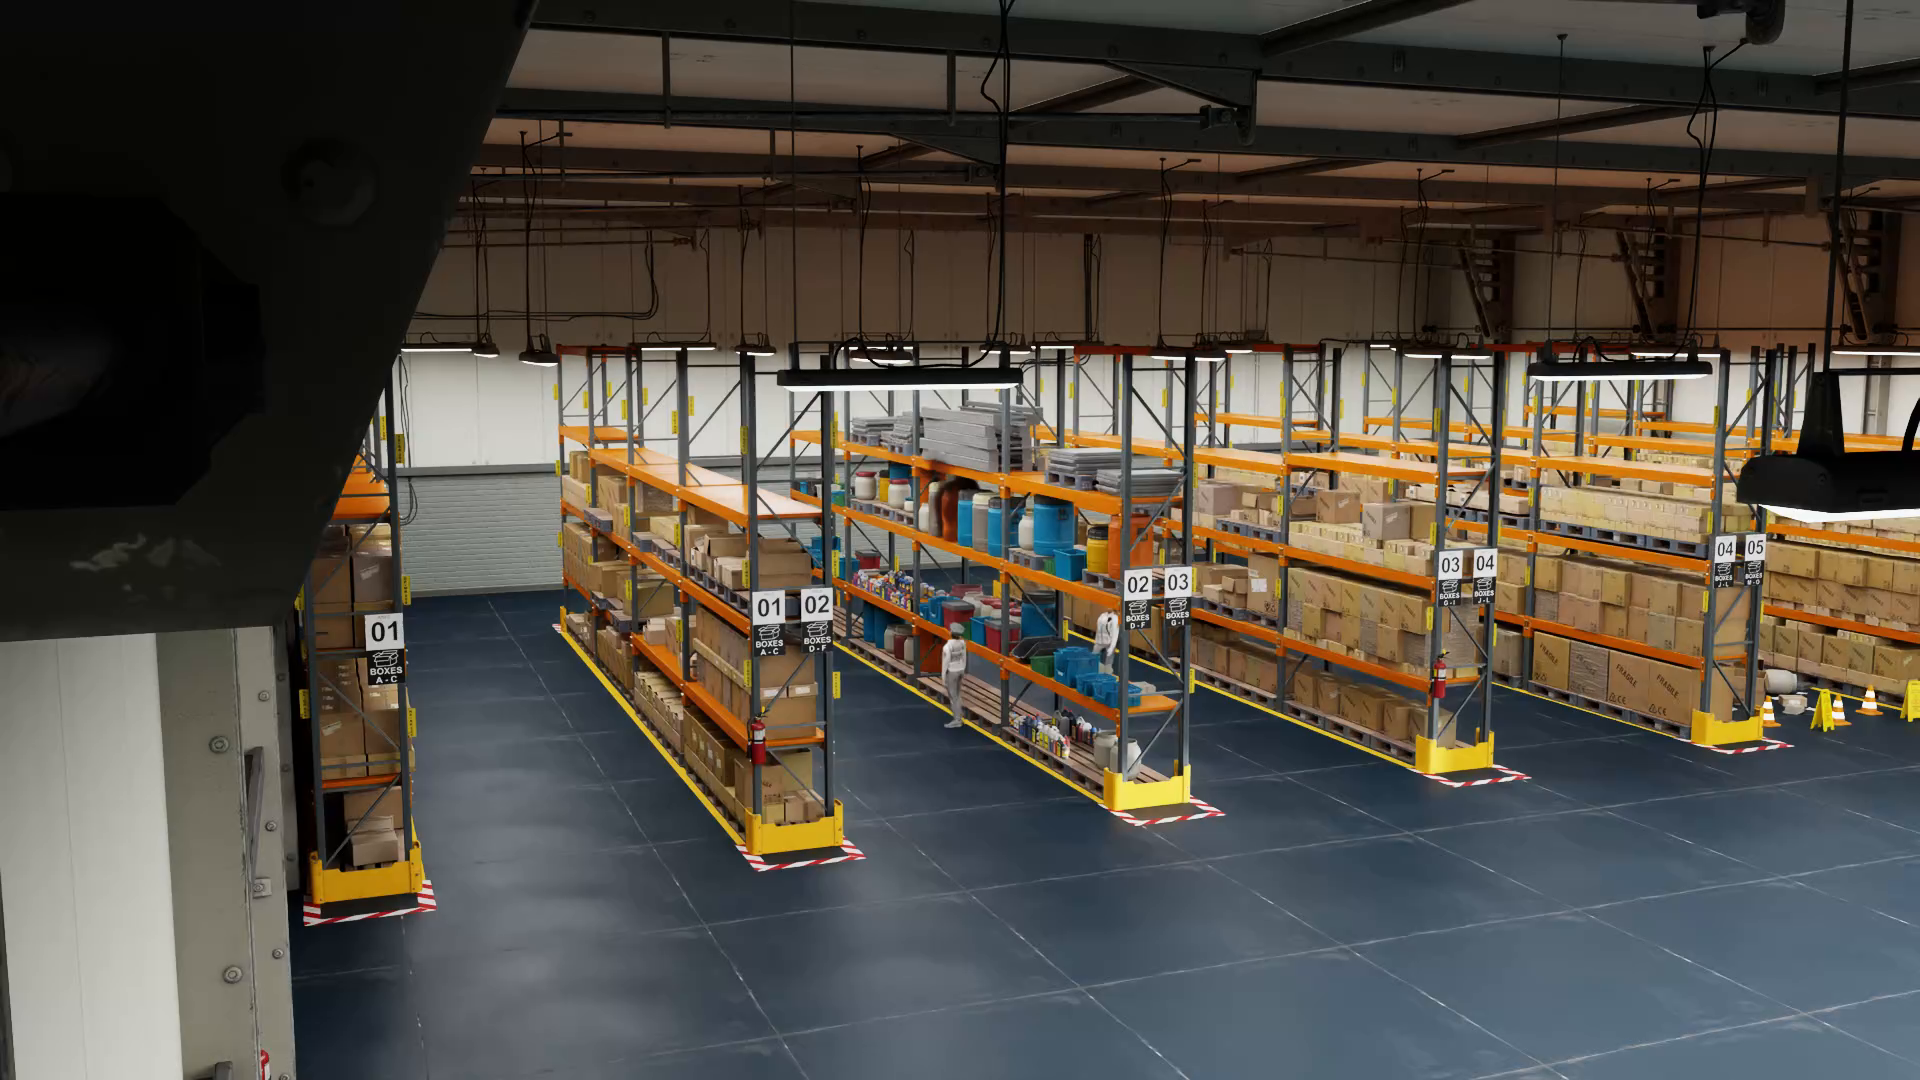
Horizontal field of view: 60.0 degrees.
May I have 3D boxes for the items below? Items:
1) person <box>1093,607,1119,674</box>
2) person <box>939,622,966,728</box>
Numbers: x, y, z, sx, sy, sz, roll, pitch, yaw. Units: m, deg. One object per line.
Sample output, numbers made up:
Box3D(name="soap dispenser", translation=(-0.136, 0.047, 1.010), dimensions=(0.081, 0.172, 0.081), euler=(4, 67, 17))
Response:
Box3D(name="person", translation=(2.530, 1.838, 28.838), dimensions=(0.502, 1.702, 0.471), euler=(4, 8, 30))
Box3D(name="person", translation=(-0.073, 2.136, 26.396), dimensions=(0.427, 1.715, 0.569), euler=(5, 9, 35))
